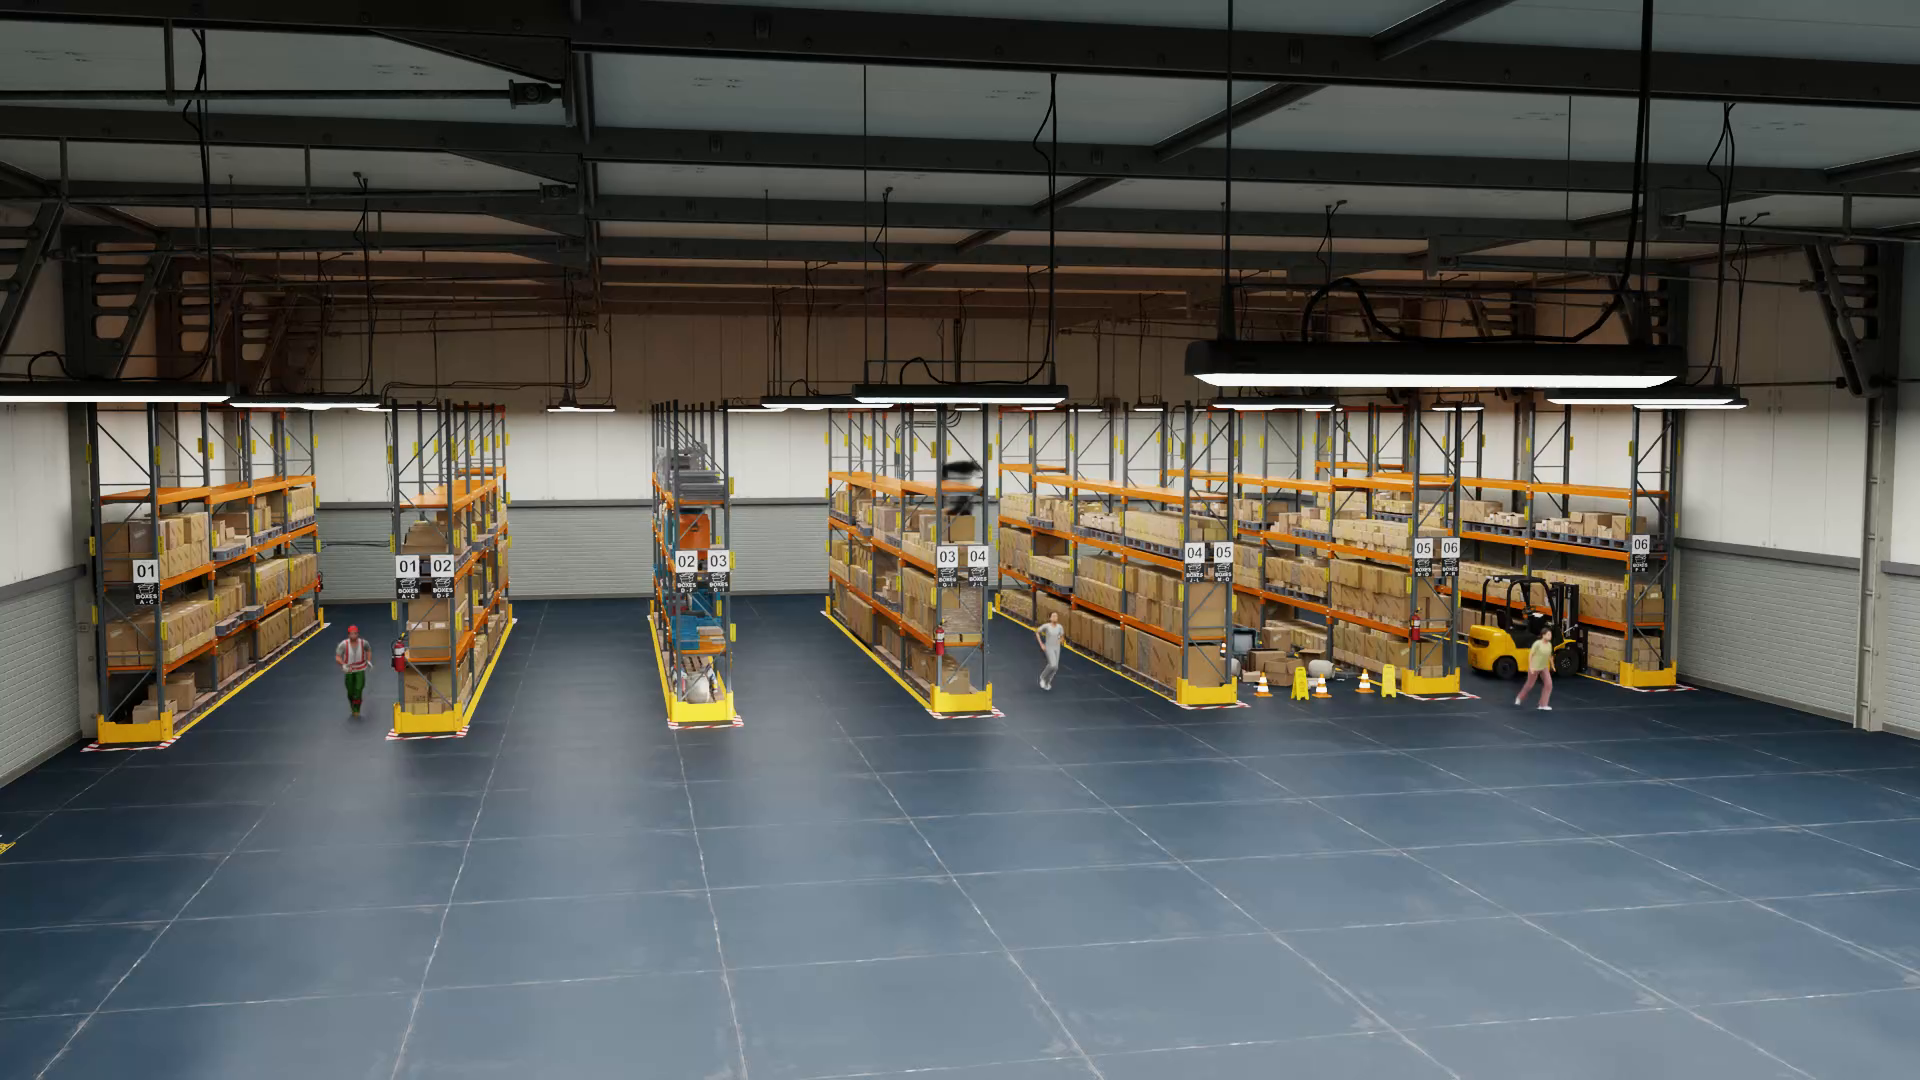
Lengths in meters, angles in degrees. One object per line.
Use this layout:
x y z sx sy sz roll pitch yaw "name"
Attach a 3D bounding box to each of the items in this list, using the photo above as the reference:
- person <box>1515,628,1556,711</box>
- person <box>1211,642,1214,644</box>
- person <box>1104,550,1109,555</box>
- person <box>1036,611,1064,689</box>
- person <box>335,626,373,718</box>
11.252 2.486 32.423 0.628 1.603 0.825 -2 5 -22 "person"
6.058 1.831 41.703 0.685 1.469 0.989 -3 5 -35 "person"
4.642 0.981 52.017 0.848 1.625 0.617 -2 5 -28 "person"
1.927 2.304 34.612 0.552 1.623 0.561 -2 5 -29 "person"
-11.527 2.475 31.645 0.659 1.739 0.818 -2 5 -20 "person"
